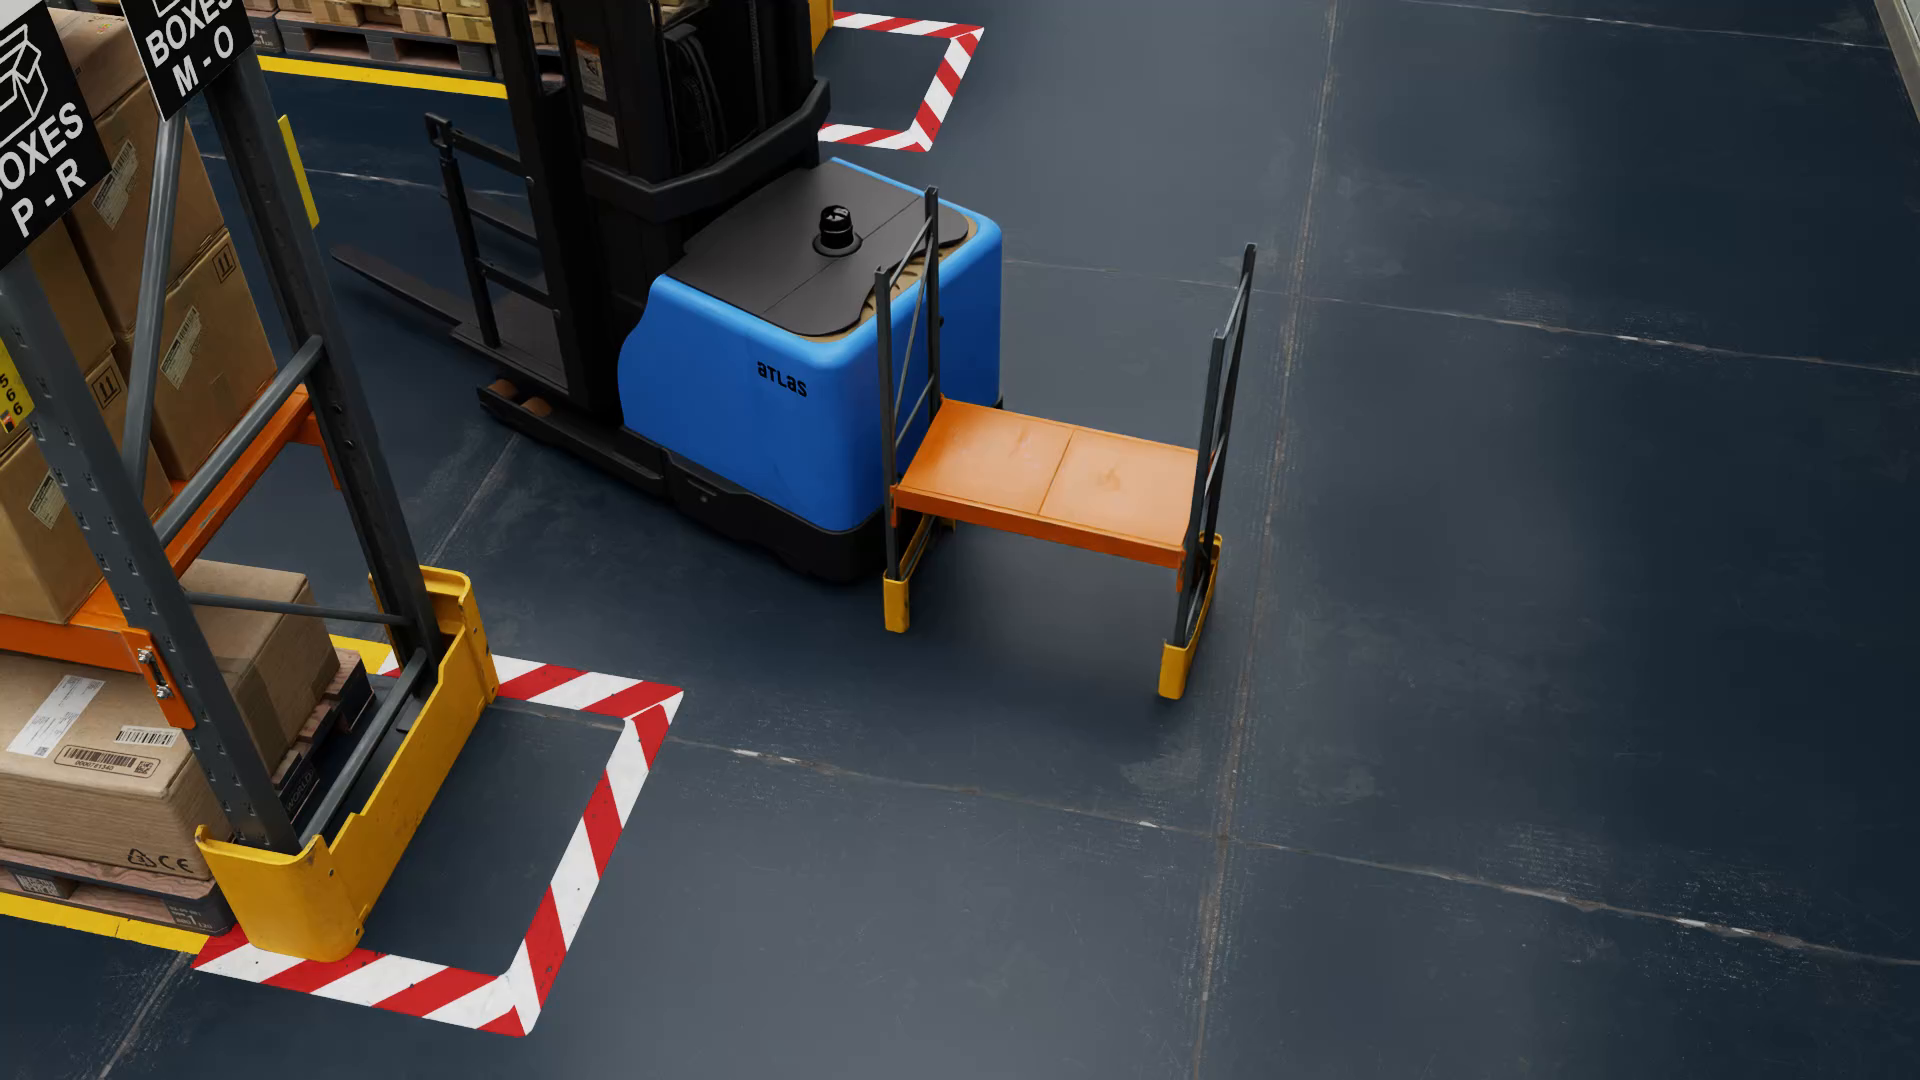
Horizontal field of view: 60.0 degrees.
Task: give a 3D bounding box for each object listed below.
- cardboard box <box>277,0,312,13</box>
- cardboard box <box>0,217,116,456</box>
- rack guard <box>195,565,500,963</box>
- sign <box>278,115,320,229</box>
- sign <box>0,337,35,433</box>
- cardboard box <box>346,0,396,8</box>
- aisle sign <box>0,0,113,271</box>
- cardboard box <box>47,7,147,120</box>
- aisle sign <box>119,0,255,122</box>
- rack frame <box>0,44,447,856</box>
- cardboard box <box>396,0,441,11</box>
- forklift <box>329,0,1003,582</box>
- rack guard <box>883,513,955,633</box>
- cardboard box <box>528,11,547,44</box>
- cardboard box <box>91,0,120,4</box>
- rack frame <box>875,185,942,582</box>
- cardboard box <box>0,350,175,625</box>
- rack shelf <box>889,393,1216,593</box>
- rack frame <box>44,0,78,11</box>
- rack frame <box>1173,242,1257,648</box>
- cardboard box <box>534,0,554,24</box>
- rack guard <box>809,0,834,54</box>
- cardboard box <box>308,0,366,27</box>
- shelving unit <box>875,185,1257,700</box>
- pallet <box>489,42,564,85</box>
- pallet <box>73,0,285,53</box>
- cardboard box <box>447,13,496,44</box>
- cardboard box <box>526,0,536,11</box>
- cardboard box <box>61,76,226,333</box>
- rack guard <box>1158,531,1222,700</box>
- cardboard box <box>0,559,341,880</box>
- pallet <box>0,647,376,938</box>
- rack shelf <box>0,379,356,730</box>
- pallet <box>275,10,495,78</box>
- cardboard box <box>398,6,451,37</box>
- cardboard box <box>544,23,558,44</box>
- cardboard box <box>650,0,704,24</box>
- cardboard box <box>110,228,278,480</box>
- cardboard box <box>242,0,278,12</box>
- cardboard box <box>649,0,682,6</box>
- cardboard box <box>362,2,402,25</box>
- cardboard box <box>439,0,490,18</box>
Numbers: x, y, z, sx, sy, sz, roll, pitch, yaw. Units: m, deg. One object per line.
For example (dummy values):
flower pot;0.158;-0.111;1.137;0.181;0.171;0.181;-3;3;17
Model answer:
cardboard box;-3.484;-2.998;8.955;0.250;0.149;0.380;7;44;7
cardboard box;-2.412;-0.548;3.863;0.500;0.500;0.500;10;45;10
rack guard;-1.867;0.664;5.199;0.348;0.500;1.175;9;45;9
sign;-1.763;-0.955;4.398;0.005;0.325;0.100;9;45;9
sign;-2.022;-0.377;3.473;0.005;0.325;0.100;9;45;9
cardboard box;-3.022;-2.945;8.685;0.250;0.149;0.380;9;45;9
aisle sign;-1.887;-0.956;3.206;0.004;0.787;0.394;9;45;9
cardboard box;-2.176;-1.111;3.980;0.250;0.149;0.380;10;45;10
aisle sign;-1.756;-1.362;3.627;0.004;0.787;0.394;9;45;9
rack frame;-1.890;-0.240;4.336;0.127;3.000;1.000;9;45;9
cardboard box;-2.747;-2.922;8.661;0.250;0.149;0.380;11;45;11
forklift;-1.328;-1.731;5.935;3.031;2.935;1.130;27;50;25
rack guard;-0.142;0.043;6.025;0.087;0.250;0.587;13;45;13
cardboard box;-2.223;-2.765;8.713;0.250;0.149;0.380;9;45;9
cardboard box;-4.526;-3.063;9.022;0.250;0.149;0.380;7;44;7
rack frame;-0.161;-0.412;5.596;0.032;1.500;0.500;13;45;13
cardboard box;-2.419;-0.170;4.191;0.500;0.500;0.500;9;45;9
rack shelf;0.322;-0.173;5.607;1.000;0.185;0.538;13;45;13
rack frame;-4.811;-4.211;8.462;0.127;3.000;1.000;9;45;9
rack frame;0.805;-0.192;5.368;0.032;1.500;0.500;13;45;13
cardboard box;-1.993;-2.801;8.535;0.250;0.149;0.380;7;44;7
rack guard;-0.982;-2.716;8.711;0.348;0.500;1.175;9;45;9
cardboard box;-3.251;-2.893;8.846;0.250;0.149;0.380;8;44;8
shelving unit;0.331;-0.300;5.480;1.083;1.500;0.587;13;45;13
pallet;-1.767;-2.759;8.964;1.213;0.211;1.003;9;45;9
pallet;-4.148;-3.128;9.348;1.213;0.211;1.003;9;45;9
cardboard box;-2.485;-2.761;8.709;0.250;0.149;0.380;7;44;7
cardboard box;-2.232;-2.911;8.650;0.250;0.149;0.380;8;45;9
cardboard box;-2.296;-0.902;4.231;0.500;0.500;0.500;8;44;8
rack guard;0.804;0.258;5.802;0.087;0.250;0.587;13;45;13
cardboard box;-2.556;0.500;5.113;0.875;0.438;0.875;7;44;8
pallet;-2.687;0.697;5.374;1.213;0.211;1.003;9;45;9
rack shelf;-3.842;-0.284;4.900;4.000;0.370;1.077;9;45;9
pallet;-2.954;-2.945;9.158;1.213;0.211;1.003;9;45;9
cardboard box;-2.748;-2.816;8.766;0.250;0.149;0.380;10;45;10
cardboard box;-1.979;-2.737;8.683;0.250;0.149;0.380;9;45;9
cardboard box;-1.485;-2.723;8.455;0.250;0.149;0.380;8;44;8
cardboard box;-2.296;-0.543;4.579;0.500;0.500;0.500;9;45;9
cardboard box;-3.754;-3.015;8.972;0.250;0.149;0.380;8;44;8
cardboard box;-1.480;-2.852;8.374;0.250;0.149;0.380;9;45;10
cardboard box;-2.978;-2.905;8.859;0.250;0.149;0.380;10;45;10
cardboard box;-2.501;-2.870;8.608;0.250;0.149;0.380;9;45;10
